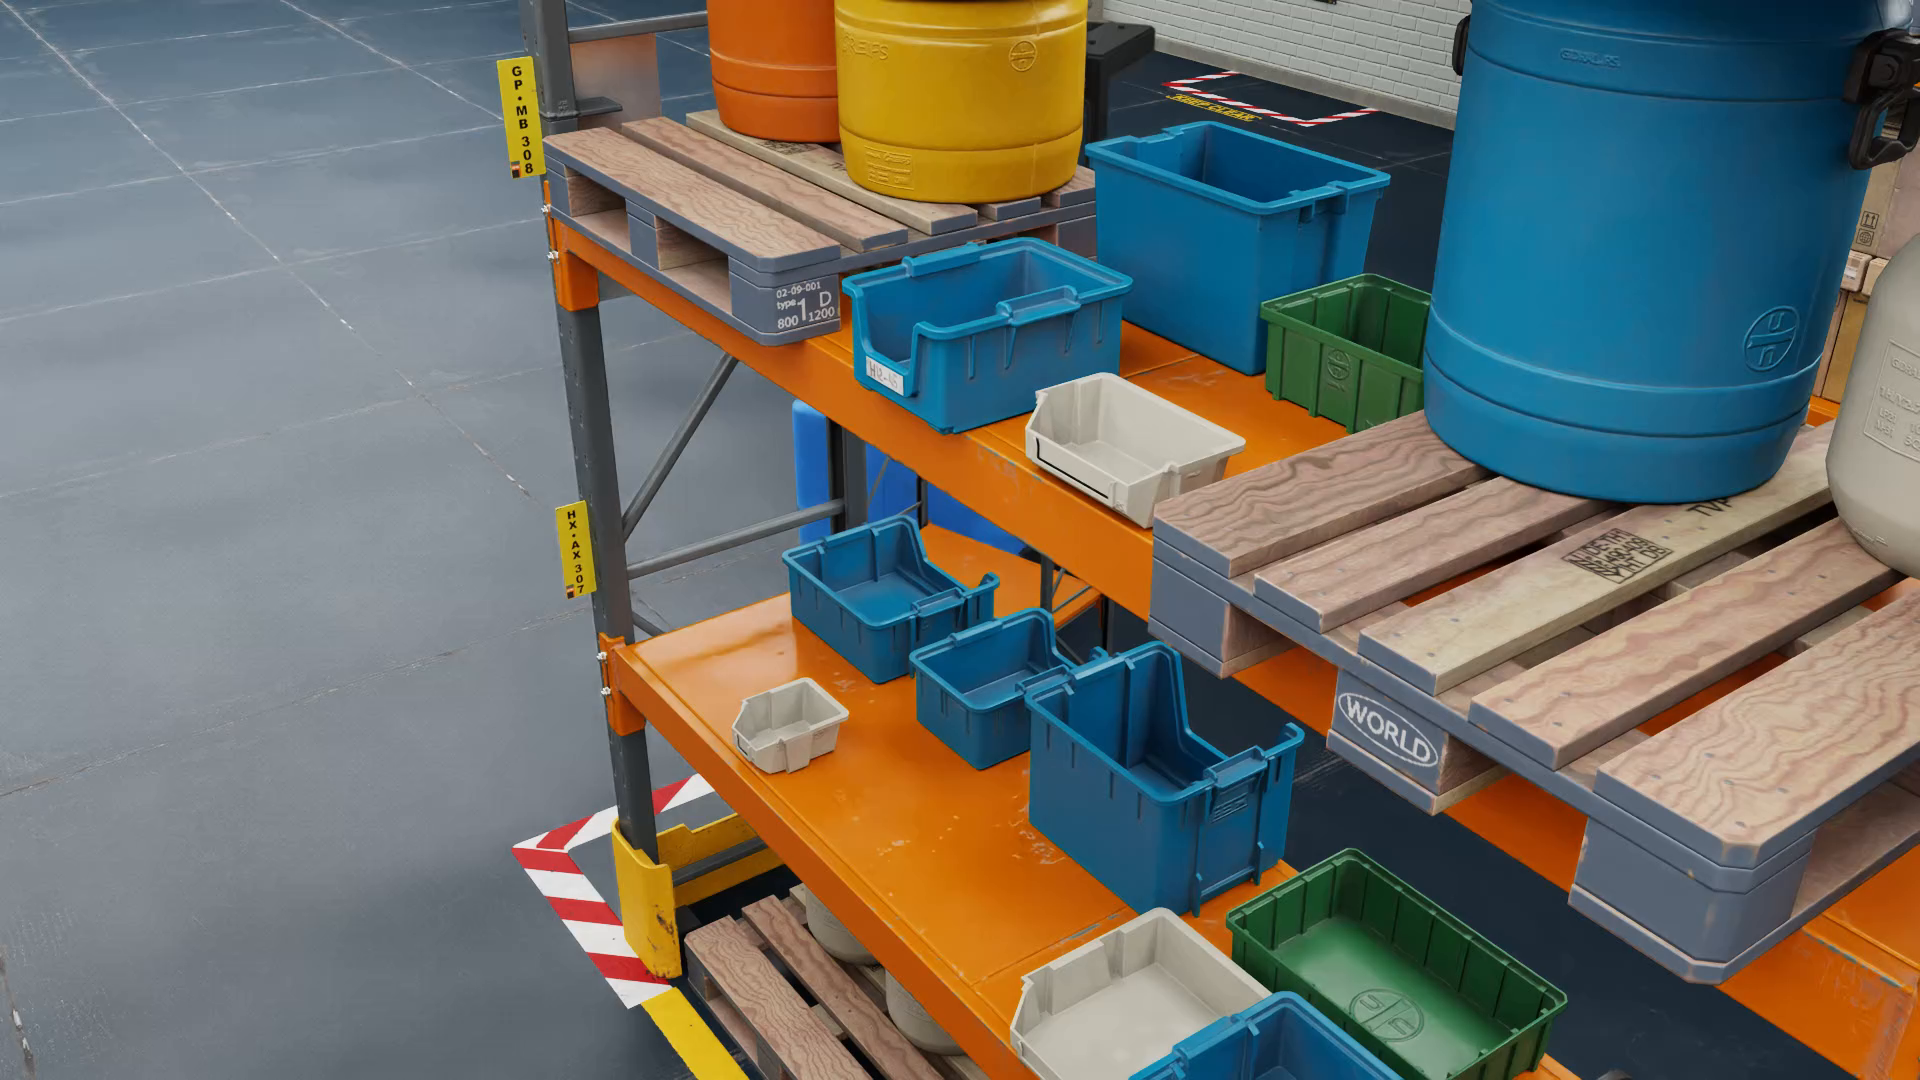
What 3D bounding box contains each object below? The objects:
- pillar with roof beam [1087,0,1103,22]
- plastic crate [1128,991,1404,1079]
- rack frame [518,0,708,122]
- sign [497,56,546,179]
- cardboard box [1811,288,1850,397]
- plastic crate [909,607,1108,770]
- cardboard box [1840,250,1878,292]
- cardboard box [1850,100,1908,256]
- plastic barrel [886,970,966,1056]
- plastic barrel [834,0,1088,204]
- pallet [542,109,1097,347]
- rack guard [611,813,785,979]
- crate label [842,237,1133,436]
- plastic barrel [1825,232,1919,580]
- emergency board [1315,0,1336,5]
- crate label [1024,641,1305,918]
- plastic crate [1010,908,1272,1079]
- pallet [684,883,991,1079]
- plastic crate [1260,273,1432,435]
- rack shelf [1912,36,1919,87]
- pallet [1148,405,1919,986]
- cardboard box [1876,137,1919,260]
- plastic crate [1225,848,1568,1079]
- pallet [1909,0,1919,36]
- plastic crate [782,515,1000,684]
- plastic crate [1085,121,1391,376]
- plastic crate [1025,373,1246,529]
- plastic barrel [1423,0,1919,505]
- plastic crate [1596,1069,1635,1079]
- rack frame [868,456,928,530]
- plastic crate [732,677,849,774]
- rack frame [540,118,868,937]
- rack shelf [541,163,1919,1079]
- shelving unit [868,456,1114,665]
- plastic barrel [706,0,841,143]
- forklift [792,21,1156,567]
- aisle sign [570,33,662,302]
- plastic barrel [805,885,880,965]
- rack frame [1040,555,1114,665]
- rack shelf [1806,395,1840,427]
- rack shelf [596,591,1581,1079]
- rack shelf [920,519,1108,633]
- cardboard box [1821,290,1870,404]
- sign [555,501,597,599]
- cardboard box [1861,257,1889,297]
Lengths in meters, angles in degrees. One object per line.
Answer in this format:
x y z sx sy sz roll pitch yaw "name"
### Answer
-2.049 -8.816 15.553 9.100 9.000 0.400 -19 34 -31 "pillar with roof beam"
0.695 1.269 3.426 0.499 0.251 0.616 -19 34 -31 "plastic crate"
-0.762 -2.632 4.168 1.000 3.000 0.127 -19 34 -31 "rack frame"
-1.213 -1.168 4.605 0.100 0.325 0.005 -19 34 -31 "sign"
3.844 -1.022 7.384 0.700 0.500 0.500 -18 33 -29 "cardboard box"
0.144 0.435 4.962 0.499 0.251 0.408 -19 34 -31 "plastic crate"
3.771 -1.185 7.004 0.380 0.149 0.250 -19 34 -31 "cardboard box"
3.876 -1.571 7.036 0.700 0.500 0.500 -20 34 -32 "cardboard box"
-0.027 1.342 5.302 0.421 0.512 0.421 0 29 0 "plastic barrel"
0.003 -1.173 3.988 0.600 0.588 0.600 0 29 0 "plastic barrel"
-0.362 -0.883 4.287 1.003 0.211 1.213 -19 34 -31 "pallet"
-0.680 1.119 6.166 1.175 0.500 0.348 -19 34 -31 "rack guard"
0.055 -0.430 3.411 0.502 0.251 0.408 -19 34 -31 "crate label"
1.468 -0.215 2.302 0.421 0.512 0.421 0 29 0 "plastic barrel"
3.546 -6.018 16.689 0.157 1.169 0.626 -19 34 -31 "emergency board"
0.526 0.629 4.412 0.502 0.435 0.616 -19 34 -31 "crate label"
0.410 1.114 3.833 0.530 0.136 0.437 -19 34 -31 "plastic crate"
-0.213 1.563 5.651 1.003 0.211 1.213 -19 34 -31 "pallet"
0.865 -0.355 3.339 0.336 0.188 0.450 -19 34 -31 "plastic crate"
4.435 -1.590 6.146 1.077 0.370 4.000 -19 34 -31 "rack shelf"
1.060 0.070 2.532 1.213 0.211 1.003 -19 34 -31 "pallet"
4.169 -1.376 6.676 0.700 0.500 0.500 -19 34 -30 "cardboard box"
1.001 1.046 3.903 0.450 0.188 0.662 -19 34 -31 "plastic crate"
3.664 -2.363 6.908 1.003 0.211 1.213 -19 34 -31 "pallet"
-0.228 0.181 5.430 0.499 0.251 0.616 -19 34 -31 "plastic crate"
0.589 -0.649 3.676 0.392 0.384 0.575 -19 34 -31 "plastic crate"
0.298 -0.155 3.026 0.243 0.136 0.396 -19 34 -31 "plastic crate"
1.068 -0.581 2.568 0.600 0.901 0.708 -19 34 -31 "plastic barrel"
1.358 1.347 3.191 0.767 0.338 0.504 -19 34 -31 "plastic crate"
-0.312 -0.080 7.325 0.032 1.500 0.500 21 35 33 "rack frame"
-0.505 0.557 4.858 0.298 0.136 0.250 -19 34 -31 "plastic crate"
-0.762 0.004 5.600 1.000 3.000 0.127 -19 34 -31 "rack frame"
0.398 -0.221 3.624 1.077 0.370 4.000 -19 34 -31 "rack shelf"
0.093 0.074 7.042 1.083 1.500 0.587 21 35 33 "shelving unit"
-0.377 -1.534 4.398 0.600 0.830 0.708 -19 34 -31 "plastic barrel"
0.288 -1.530 8.496 1.130 2.935 3.031 13 31 22 "forklift"
-1.042 -1.085 4.882 0.394 0.787 0.004 -19 34 -31 "aisle sign"
-0.318 1.147 5.661 0.421 0.512 0.421 0 29 0 "plastic barrel"
0.483 0.223 6.769 0.032 1.500 0.500 21 35 33 "rack frame"
4.435 -0.272 6.862 1.077 0.370 4.000 -19 34 -31 "rack shelf"
0.398 1.098 4.340 1.077 0.370 4.000 -19 34 -31 "rack shelf"
0.085 0.230 7.133 1.000 0.185 0.538 21 35 33 "rack shelf"
4.127 -0.827 7.026 0.700 0.500 0.500 -19 34 -30 "cardboard box"
-1.213 0.033 5.256 0.100 0.325 0.005 -19 34 -31 "sign"
3.927 -1.082 6.815 0.380 0.149 0.250 -20 34 -32 "cardboard box"
